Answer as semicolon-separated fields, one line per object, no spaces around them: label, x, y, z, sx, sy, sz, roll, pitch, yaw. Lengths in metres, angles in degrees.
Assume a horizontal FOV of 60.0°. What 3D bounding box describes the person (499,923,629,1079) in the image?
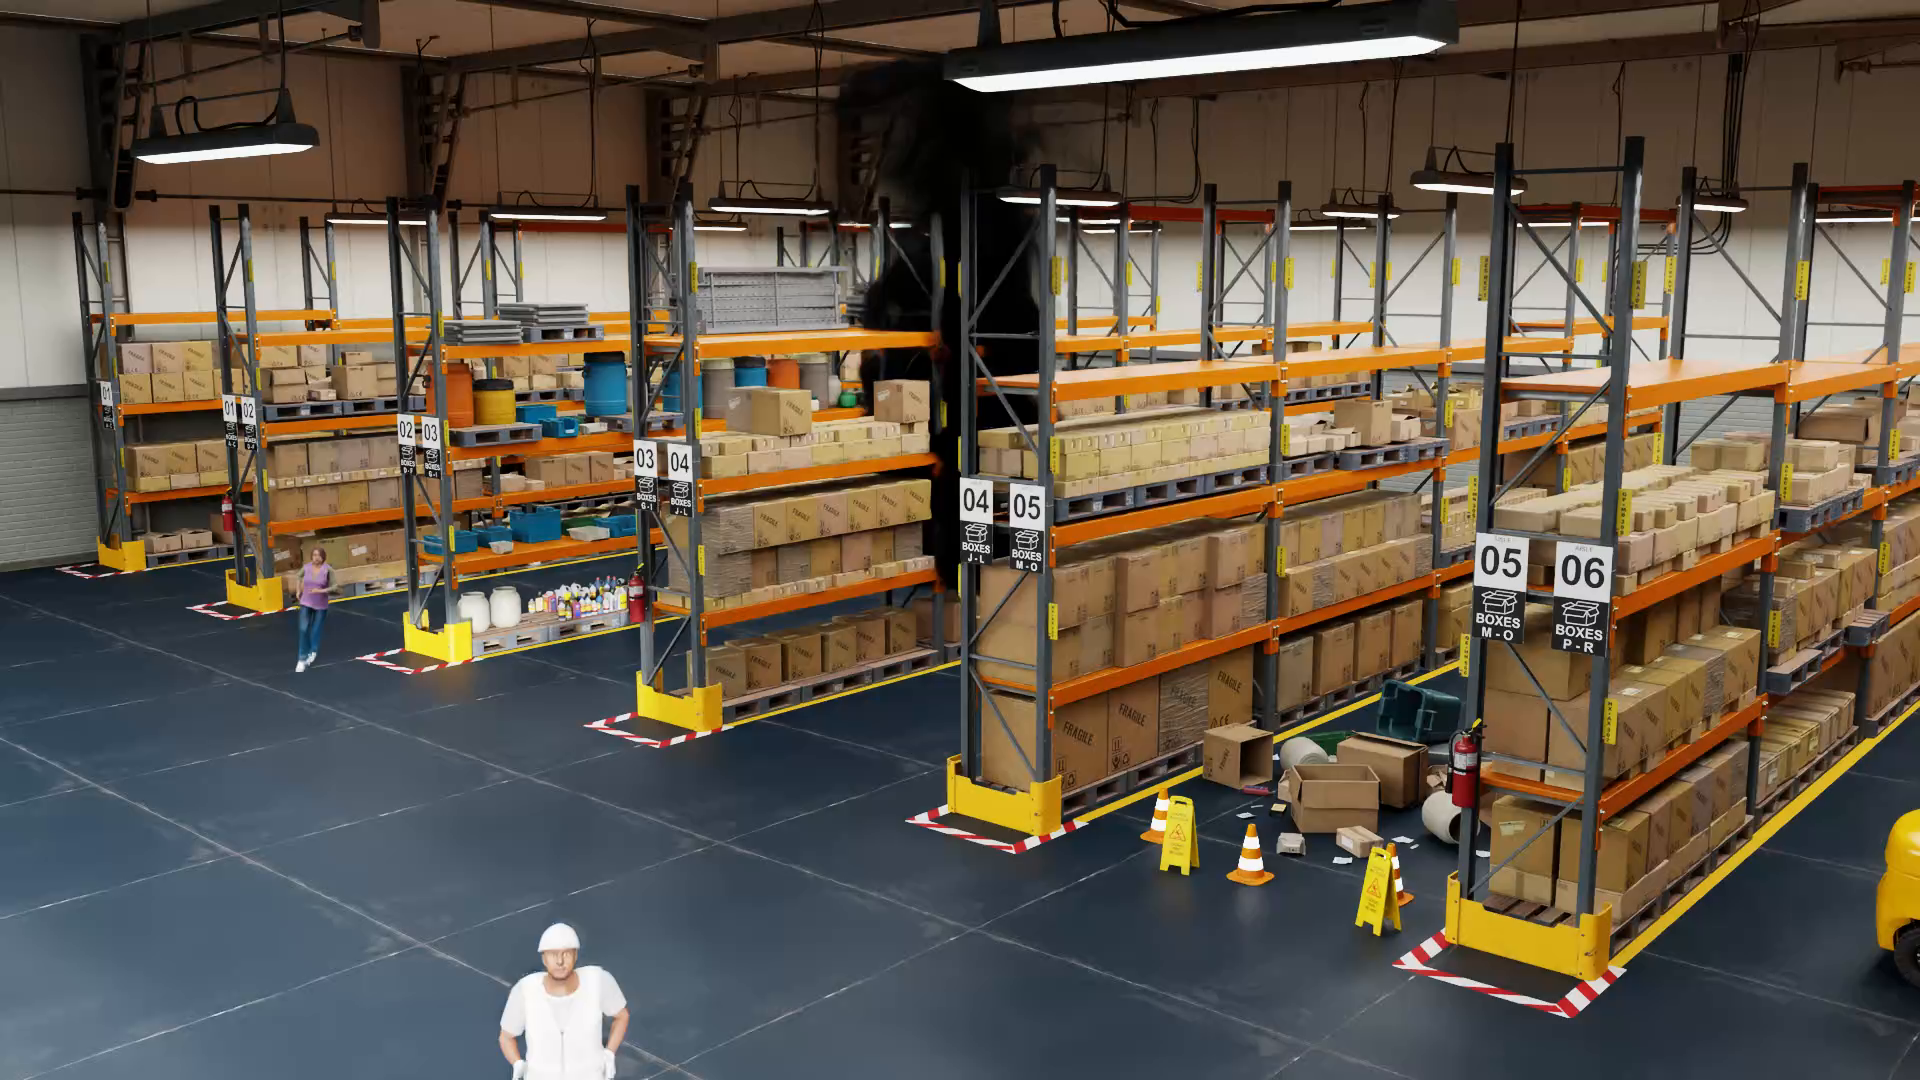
person;-2.083;2.875;8.790;0.677;1.734;0.614;-2;10;-11

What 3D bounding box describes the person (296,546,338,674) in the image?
person;-8.254;0.870;21.356;0.561;1.625;0.645;-2;10;-14
